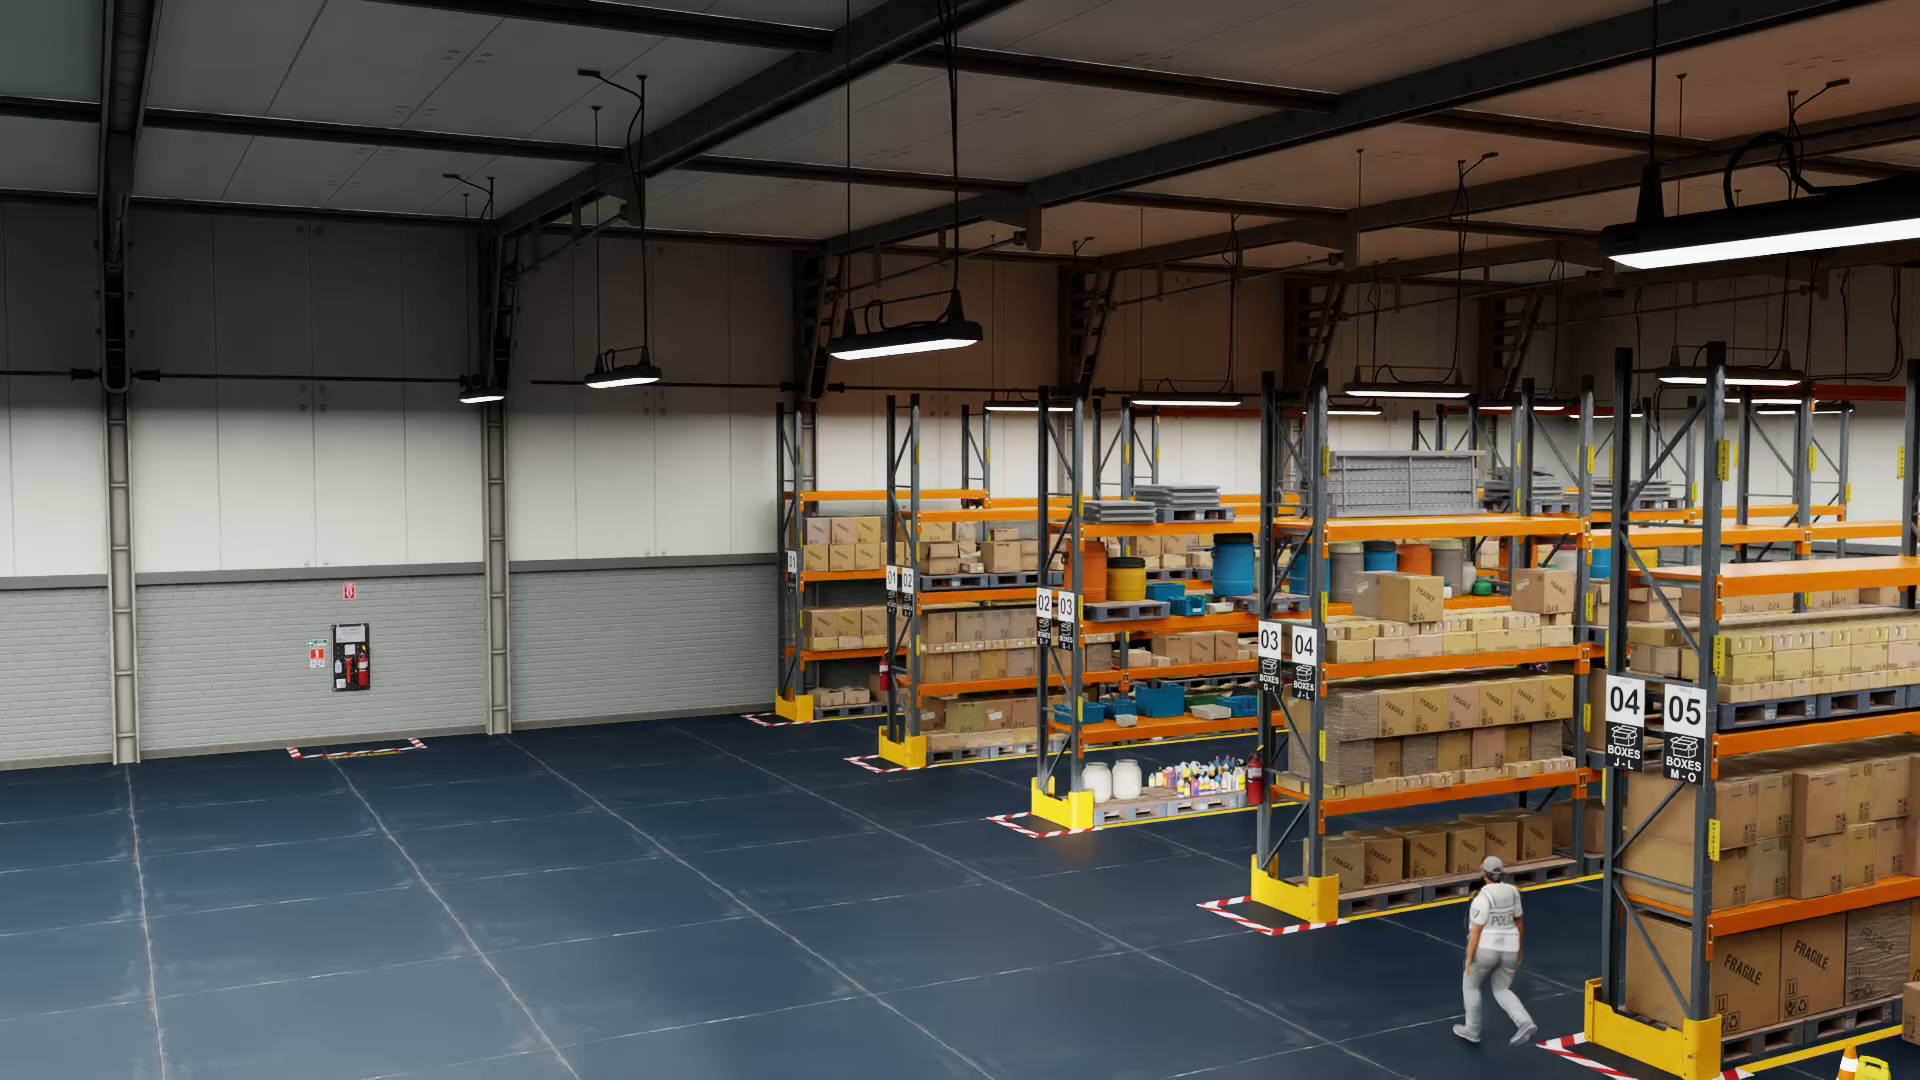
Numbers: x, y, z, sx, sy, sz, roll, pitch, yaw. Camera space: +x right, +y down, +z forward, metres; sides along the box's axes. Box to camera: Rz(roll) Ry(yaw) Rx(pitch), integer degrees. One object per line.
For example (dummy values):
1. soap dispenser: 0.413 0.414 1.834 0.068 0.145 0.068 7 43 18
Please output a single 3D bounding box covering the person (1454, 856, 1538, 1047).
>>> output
1. person: 4.605 3.530 14.251 0.566 1.625 0.785 -1 3 -19
